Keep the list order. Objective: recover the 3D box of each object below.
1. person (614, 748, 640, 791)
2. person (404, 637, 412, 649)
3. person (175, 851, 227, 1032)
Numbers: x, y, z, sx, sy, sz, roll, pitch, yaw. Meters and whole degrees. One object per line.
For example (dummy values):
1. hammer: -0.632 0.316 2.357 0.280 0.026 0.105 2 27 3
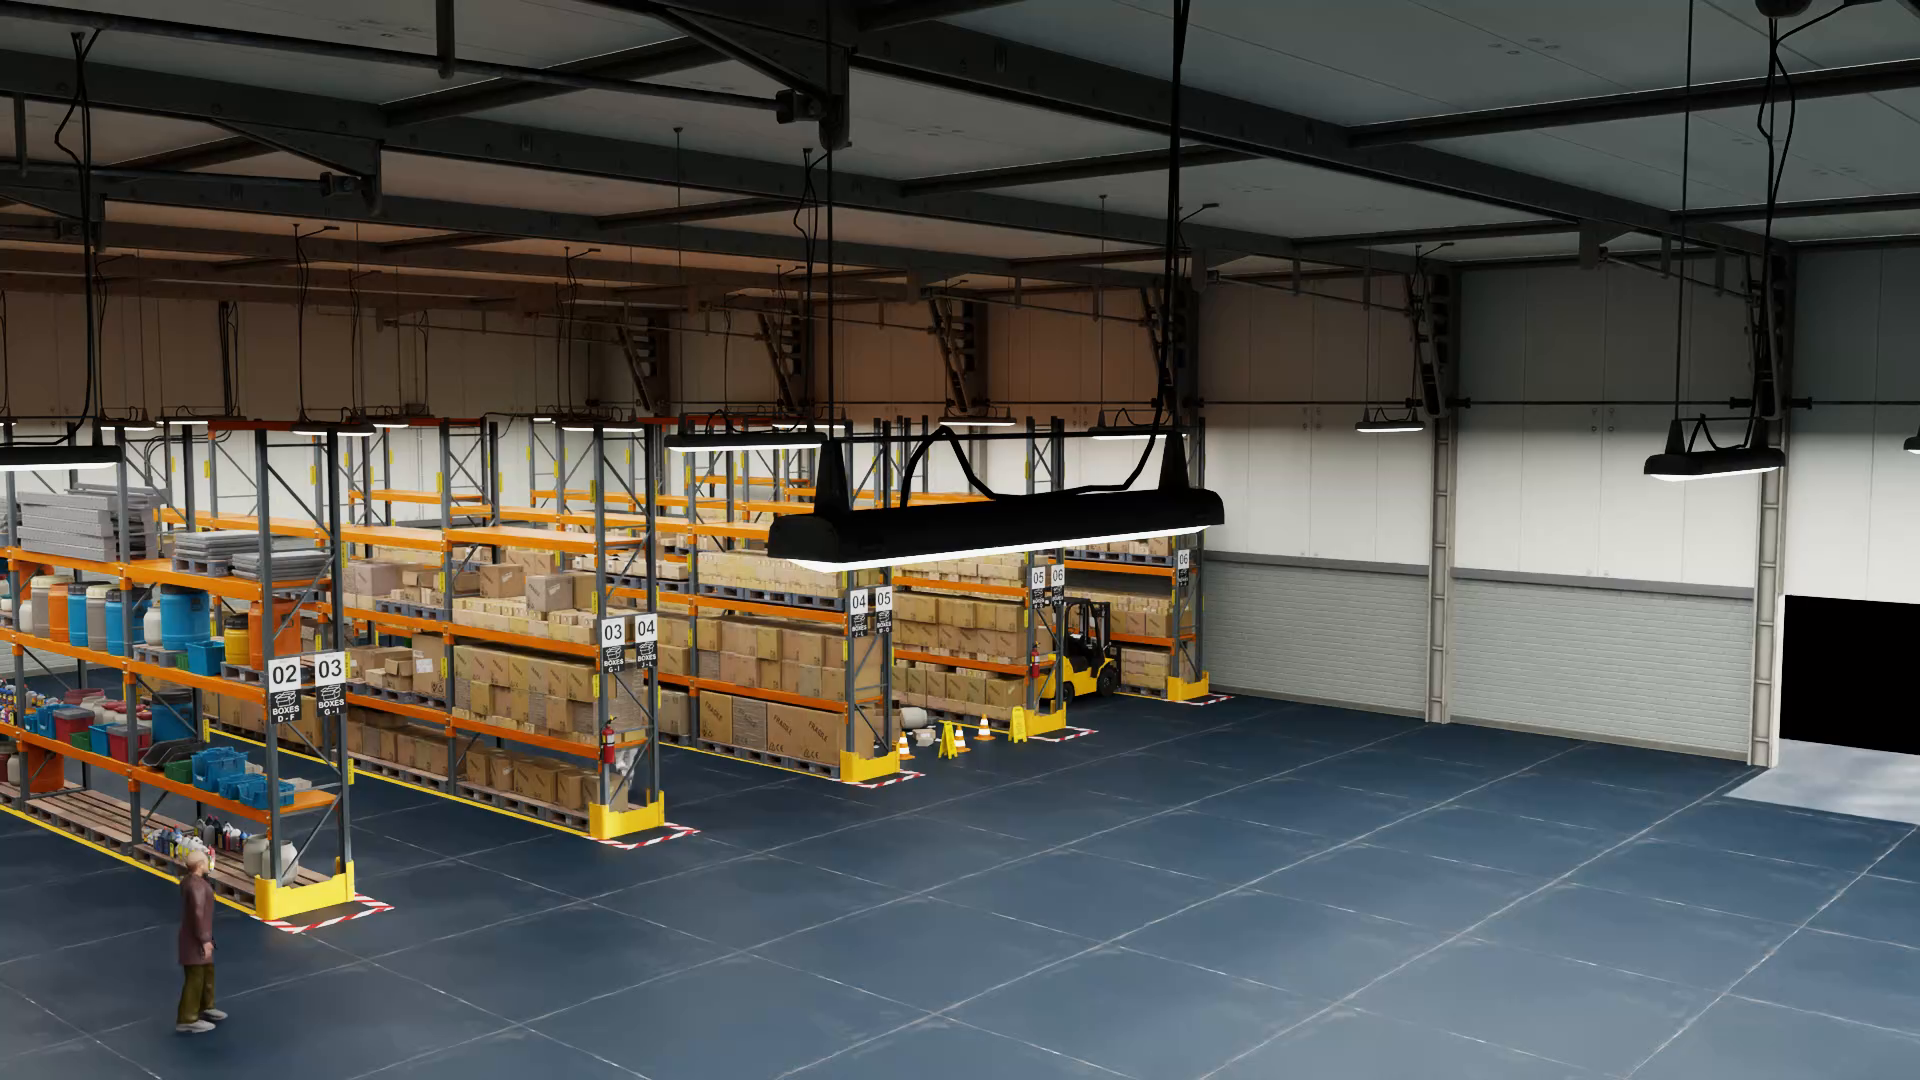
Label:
1. person: -5.411 3.199 26.900 0.500 1.779 0.726 -2 5 -21
2. person: -13.192 2.124 40.162 0.598 1.822 0.415 -1 5 -12
3. person: -7.719 4.040 16.853 0.485 1.792 0.648 -2 5 -23
